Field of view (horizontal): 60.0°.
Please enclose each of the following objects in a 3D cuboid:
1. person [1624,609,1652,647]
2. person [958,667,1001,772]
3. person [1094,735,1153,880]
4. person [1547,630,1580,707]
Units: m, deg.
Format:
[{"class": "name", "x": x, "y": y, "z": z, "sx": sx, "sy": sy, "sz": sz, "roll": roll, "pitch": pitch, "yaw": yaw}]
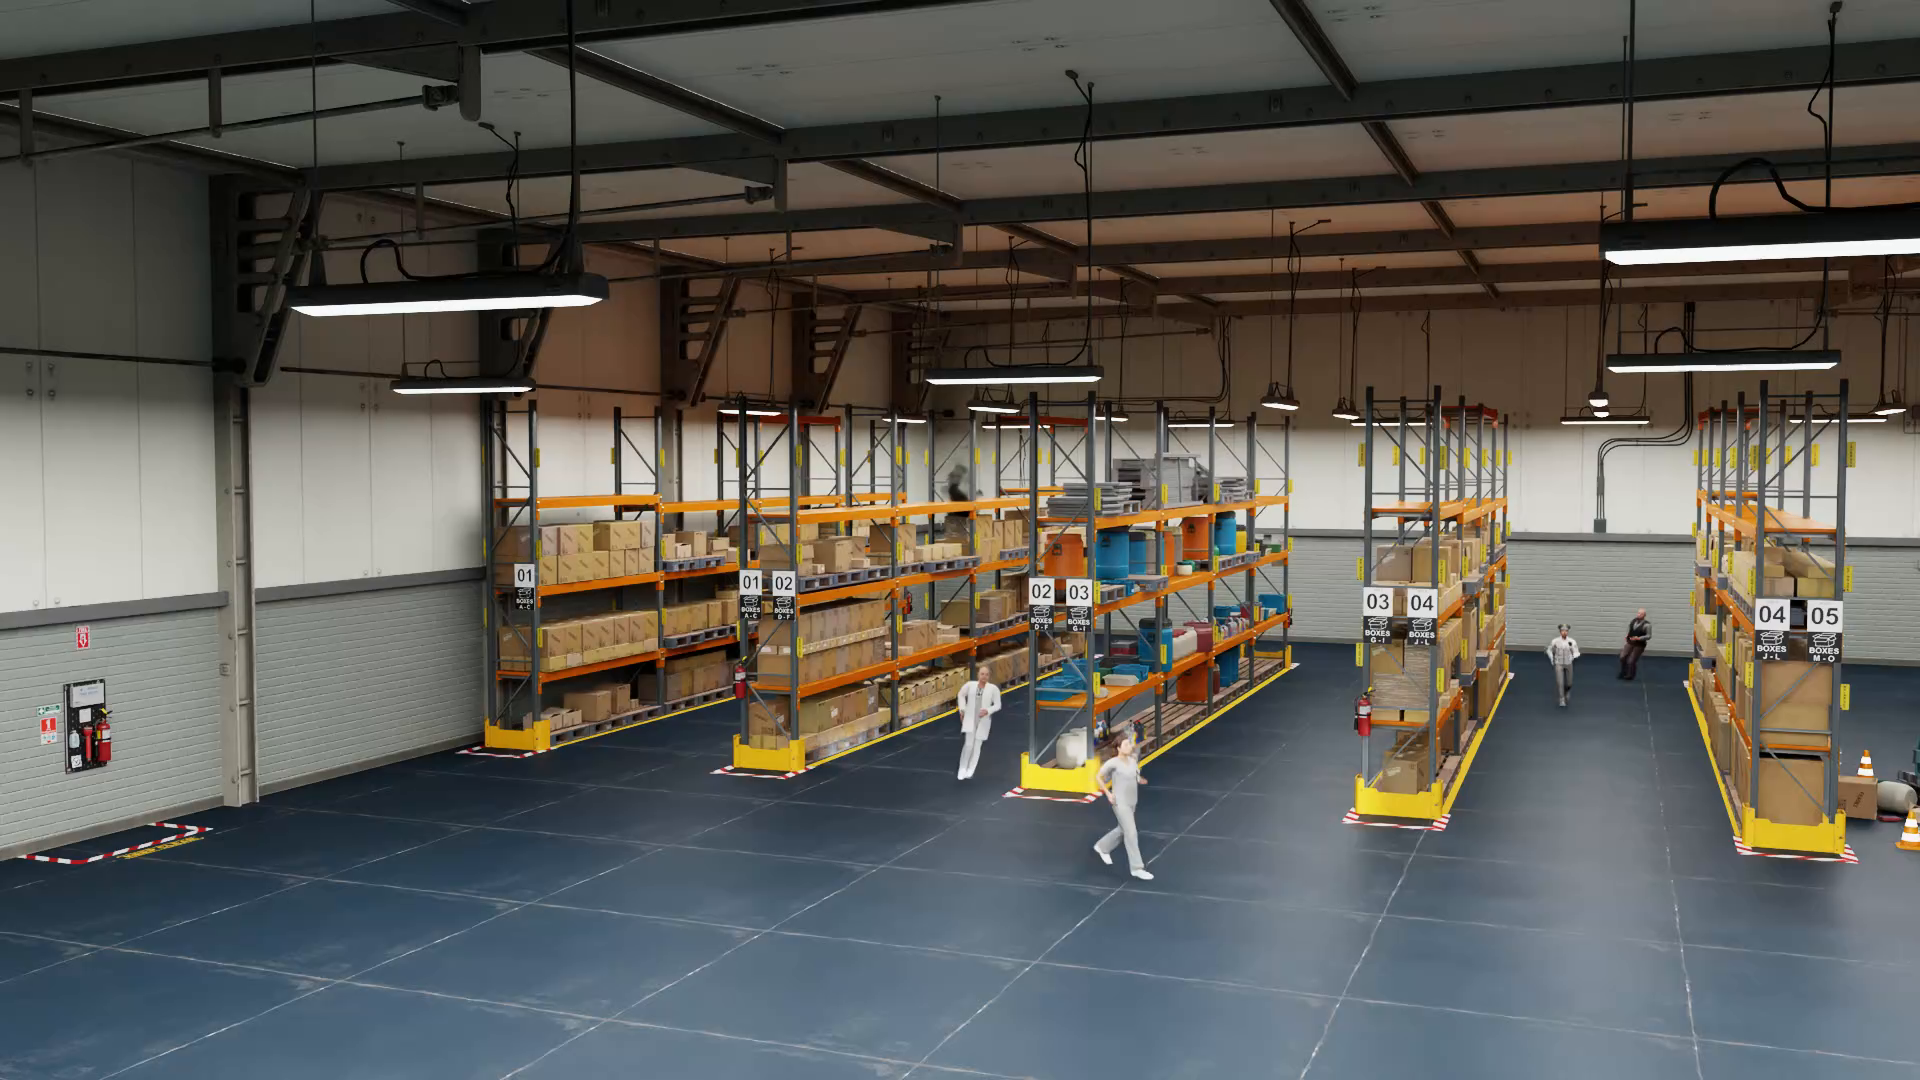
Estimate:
[{"class": "person", "x": 22.235, "y": -0.204, "z": 36.837, "sx": 10.715, "sy": 5.210, "sz": 10.593, "roll": -3, "pitch": 4, "yaw": -43}, {"class": "person", "x": -6.781, "y": 3.461, "z": 13.545, "sx": 14.709, "sy": 1.757, "sz": 25.461, "roll": 0, "pitch": 3, "yaw": 0}, {"class": "person", "x": 1.949, "y": 3.159, "z": 19.903, "sx": 0.970, "sy": 1.653, "sz": 0.565, "roll": 3, "pitch": 4, "yaw": 45}, {"class": "person", "x": 12.183, "y": 2.544, "z": 33.592, "sx": 0.623, "sy": 1.597, "sz": 0.716, "roll": 1, "pitch": 3, "yaw": 17}]
